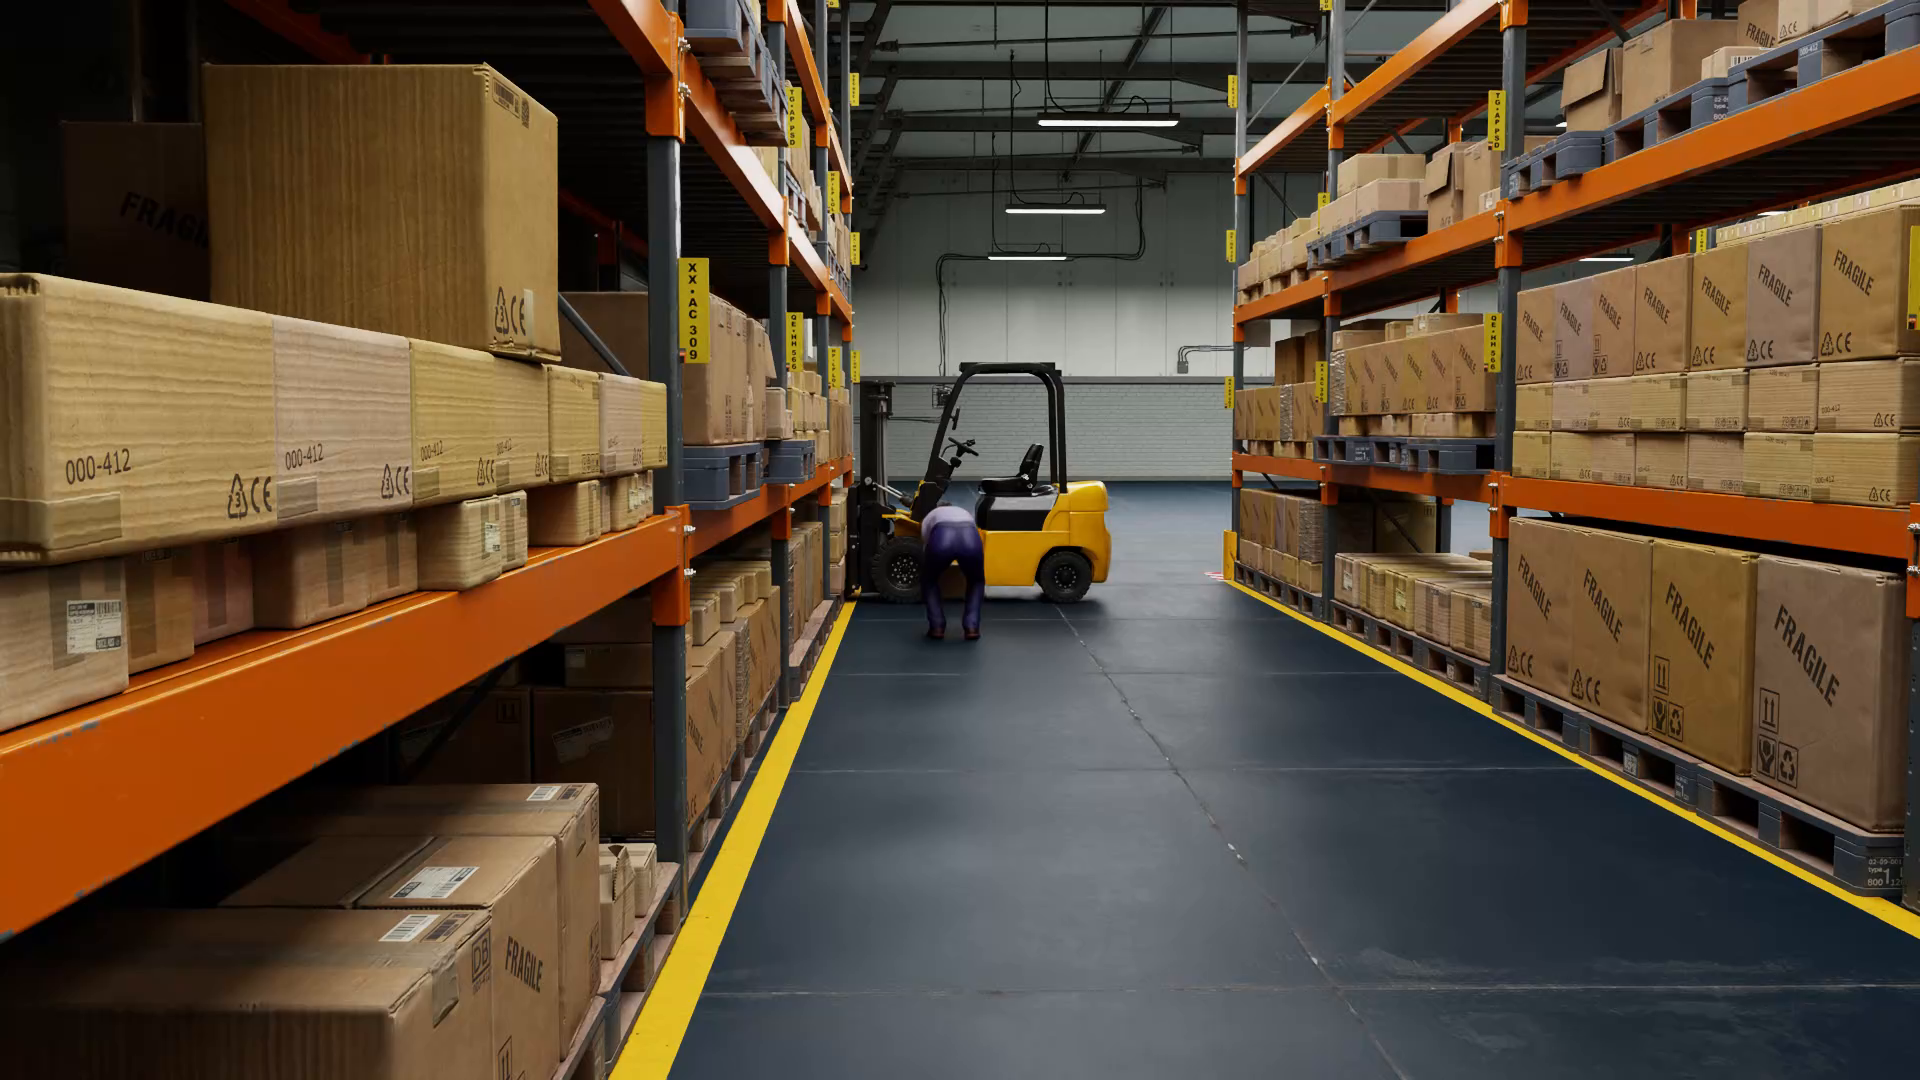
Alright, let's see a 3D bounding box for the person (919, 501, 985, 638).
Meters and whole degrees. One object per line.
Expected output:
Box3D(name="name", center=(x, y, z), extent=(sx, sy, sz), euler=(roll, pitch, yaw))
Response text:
Box3D(name="person", center=(-0.058, 0.220, 12.585), extent=(0.501, 1.015, 0.892), euler=(0, 4, -4))
